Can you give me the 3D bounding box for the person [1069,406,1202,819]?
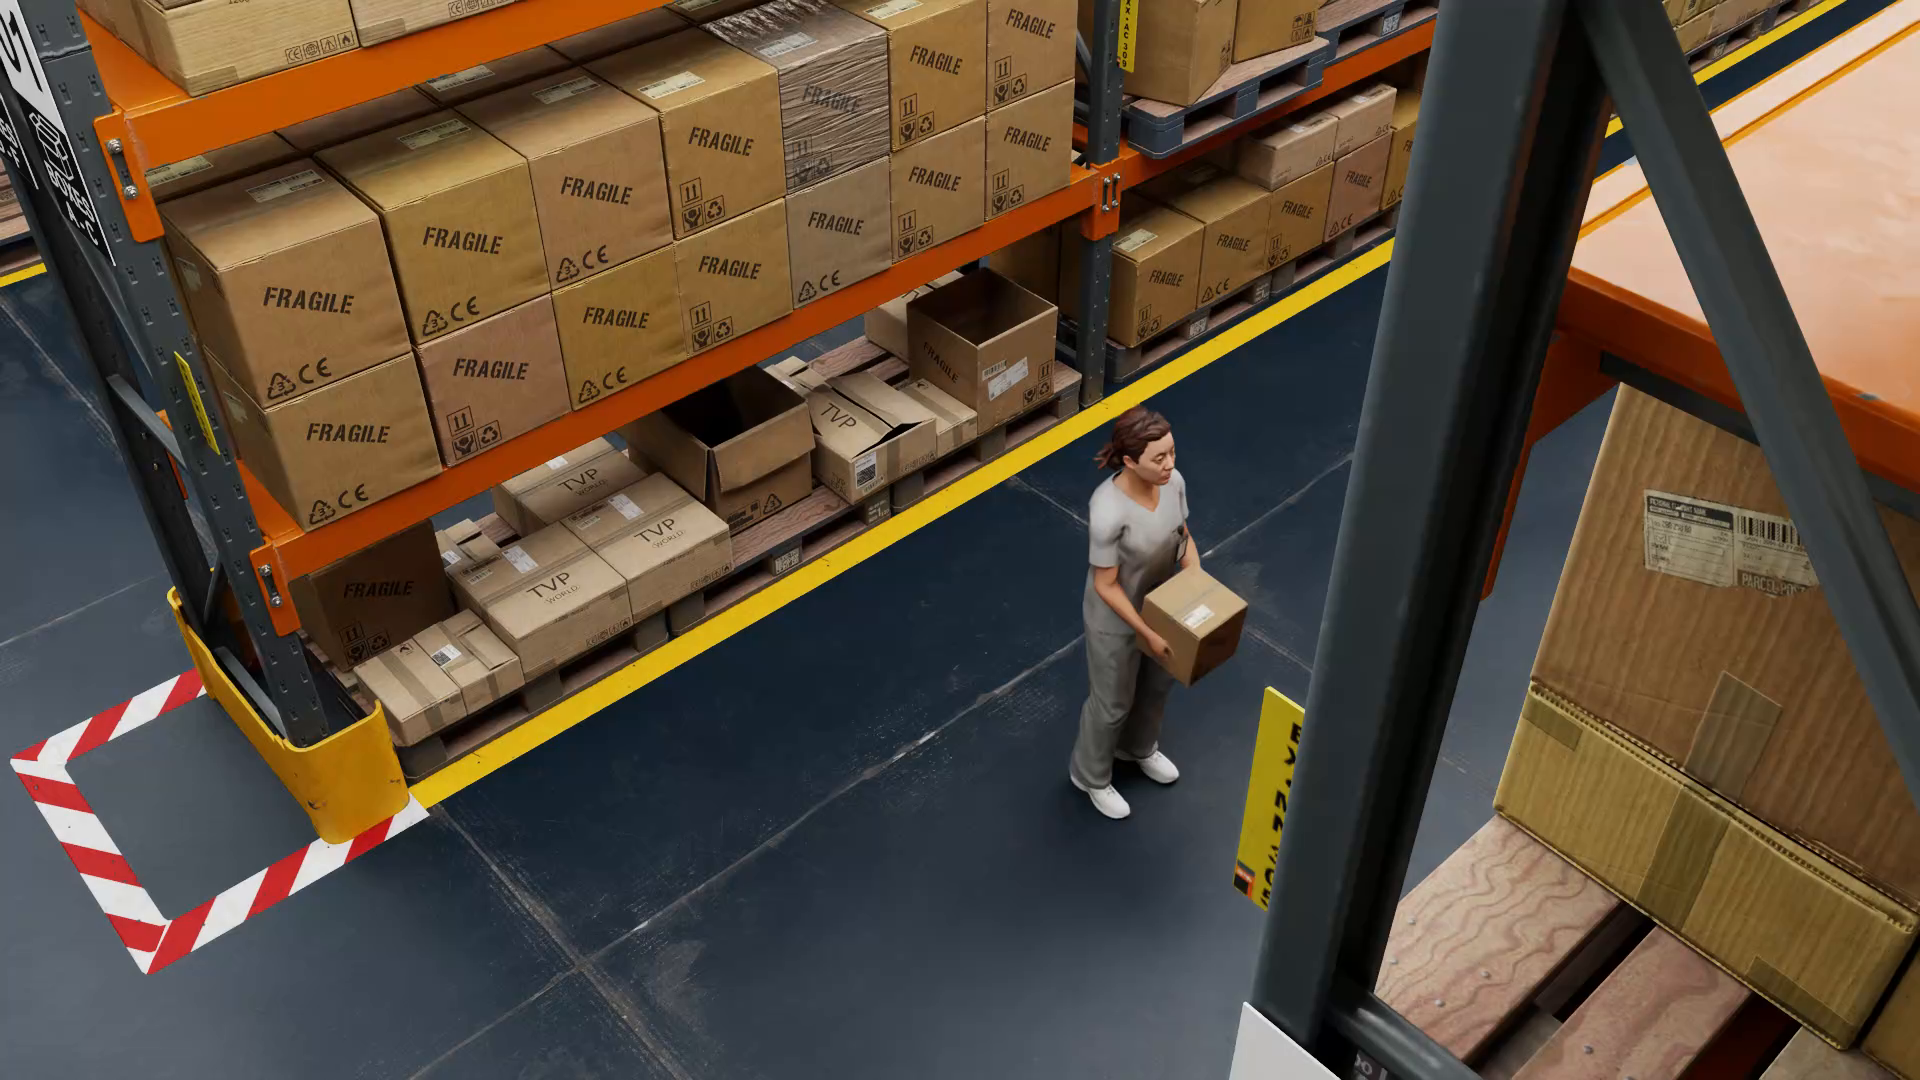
[{"bbox_3d":[0.650,0.278,5.824,0.461,1.674,0.503,-31,49,-31],"label":"person"}]
